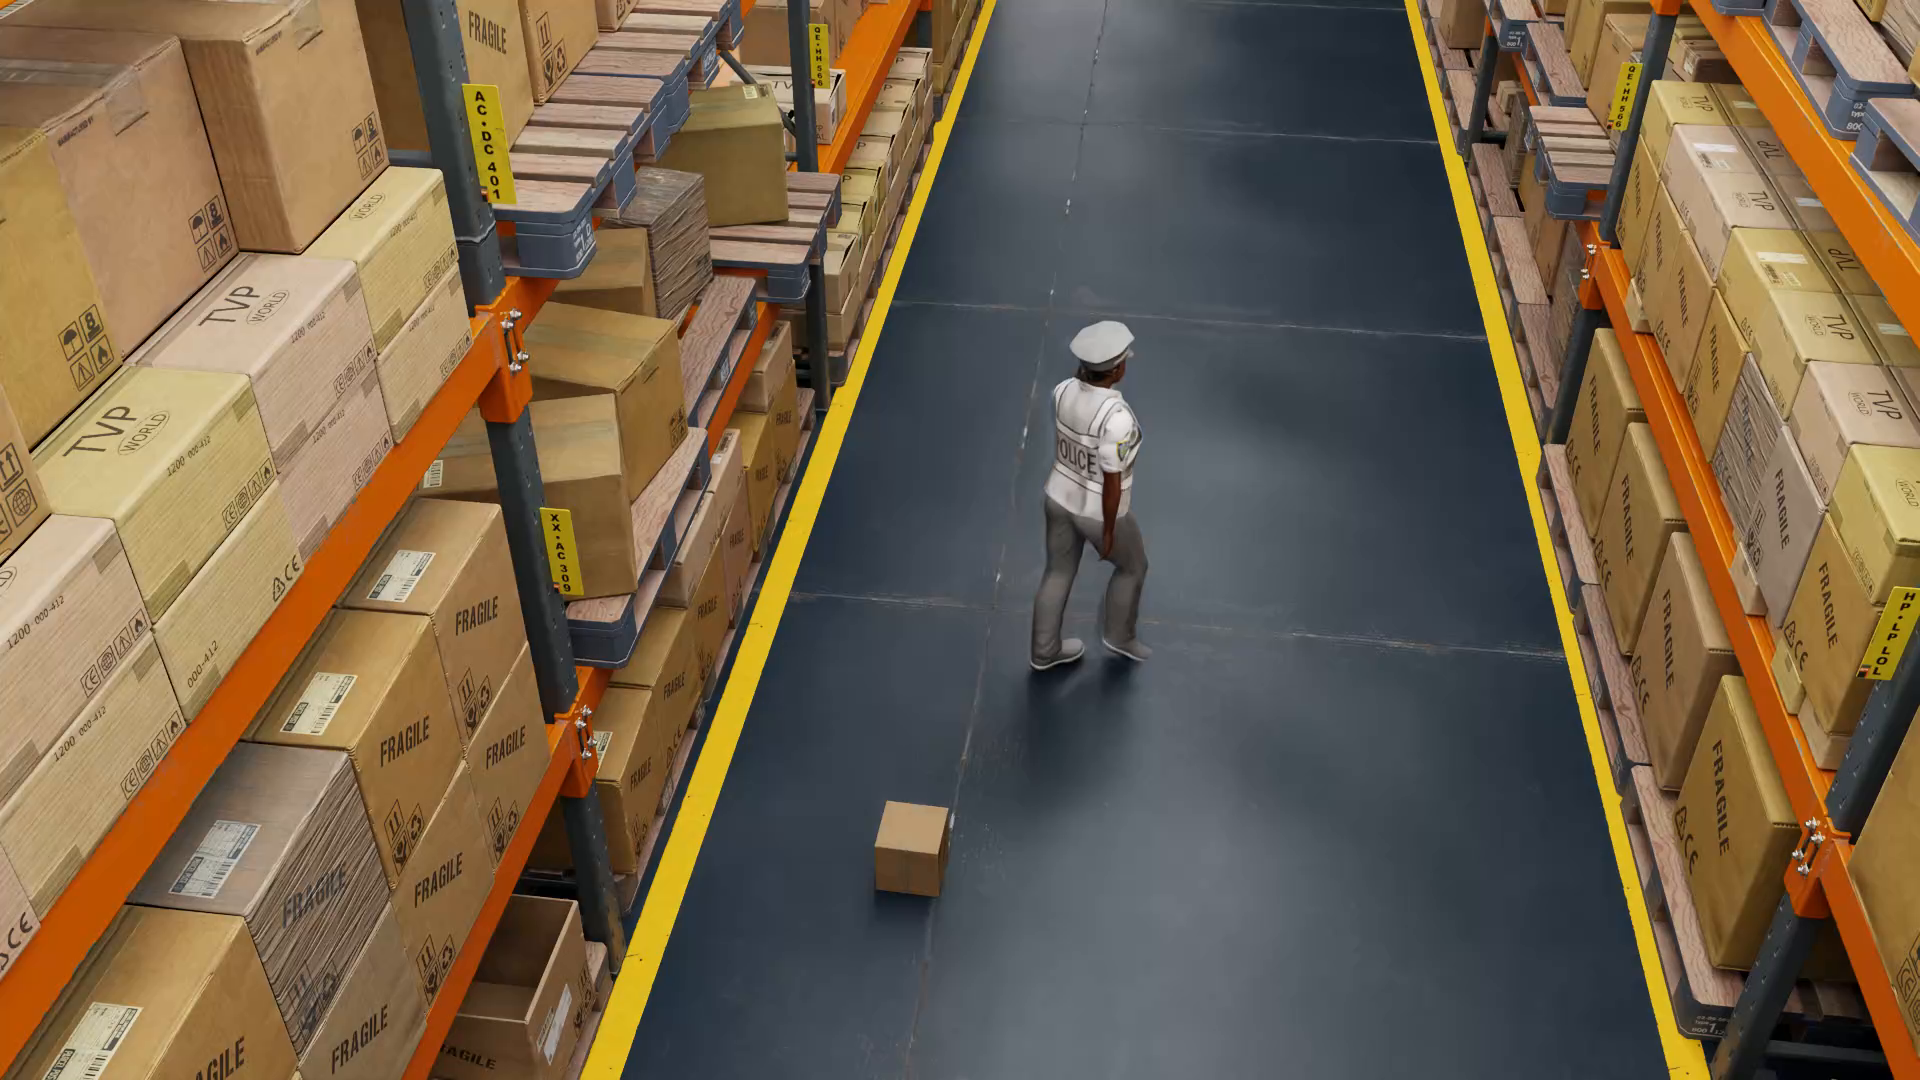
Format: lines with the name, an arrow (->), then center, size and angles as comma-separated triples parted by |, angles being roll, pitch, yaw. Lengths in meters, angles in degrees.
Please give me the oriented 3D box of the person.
person -> 0.562, -0.133, 7.235 | 0.568, 1.744, 0.469 | -28, 45, -32
